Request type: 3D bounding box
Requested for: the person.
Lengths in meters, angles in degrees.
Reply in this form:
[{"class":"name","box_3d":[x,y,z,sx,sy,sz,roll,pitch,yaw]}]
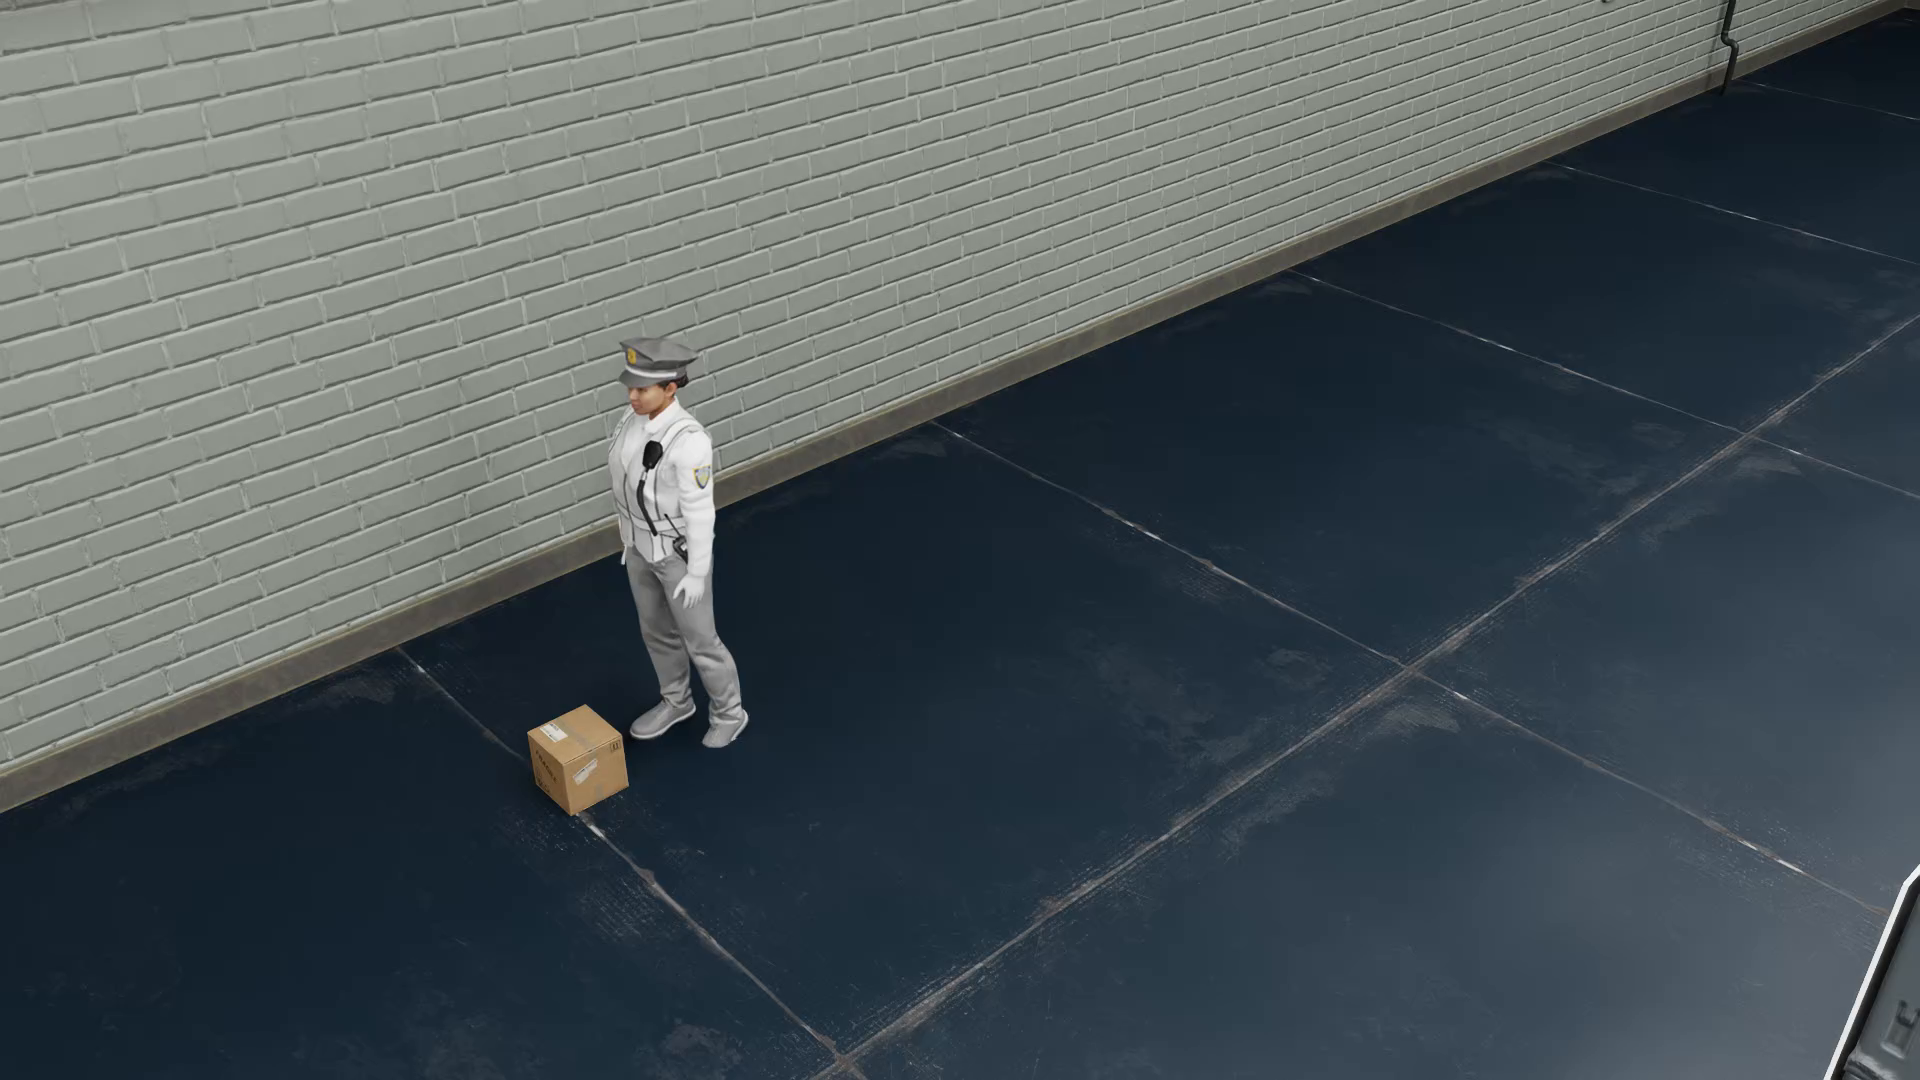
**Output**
[{"class":"person","box_3d":[-1.055,0.060,6.073,0.391,1.739,0.471,-25,40,-34]}]
